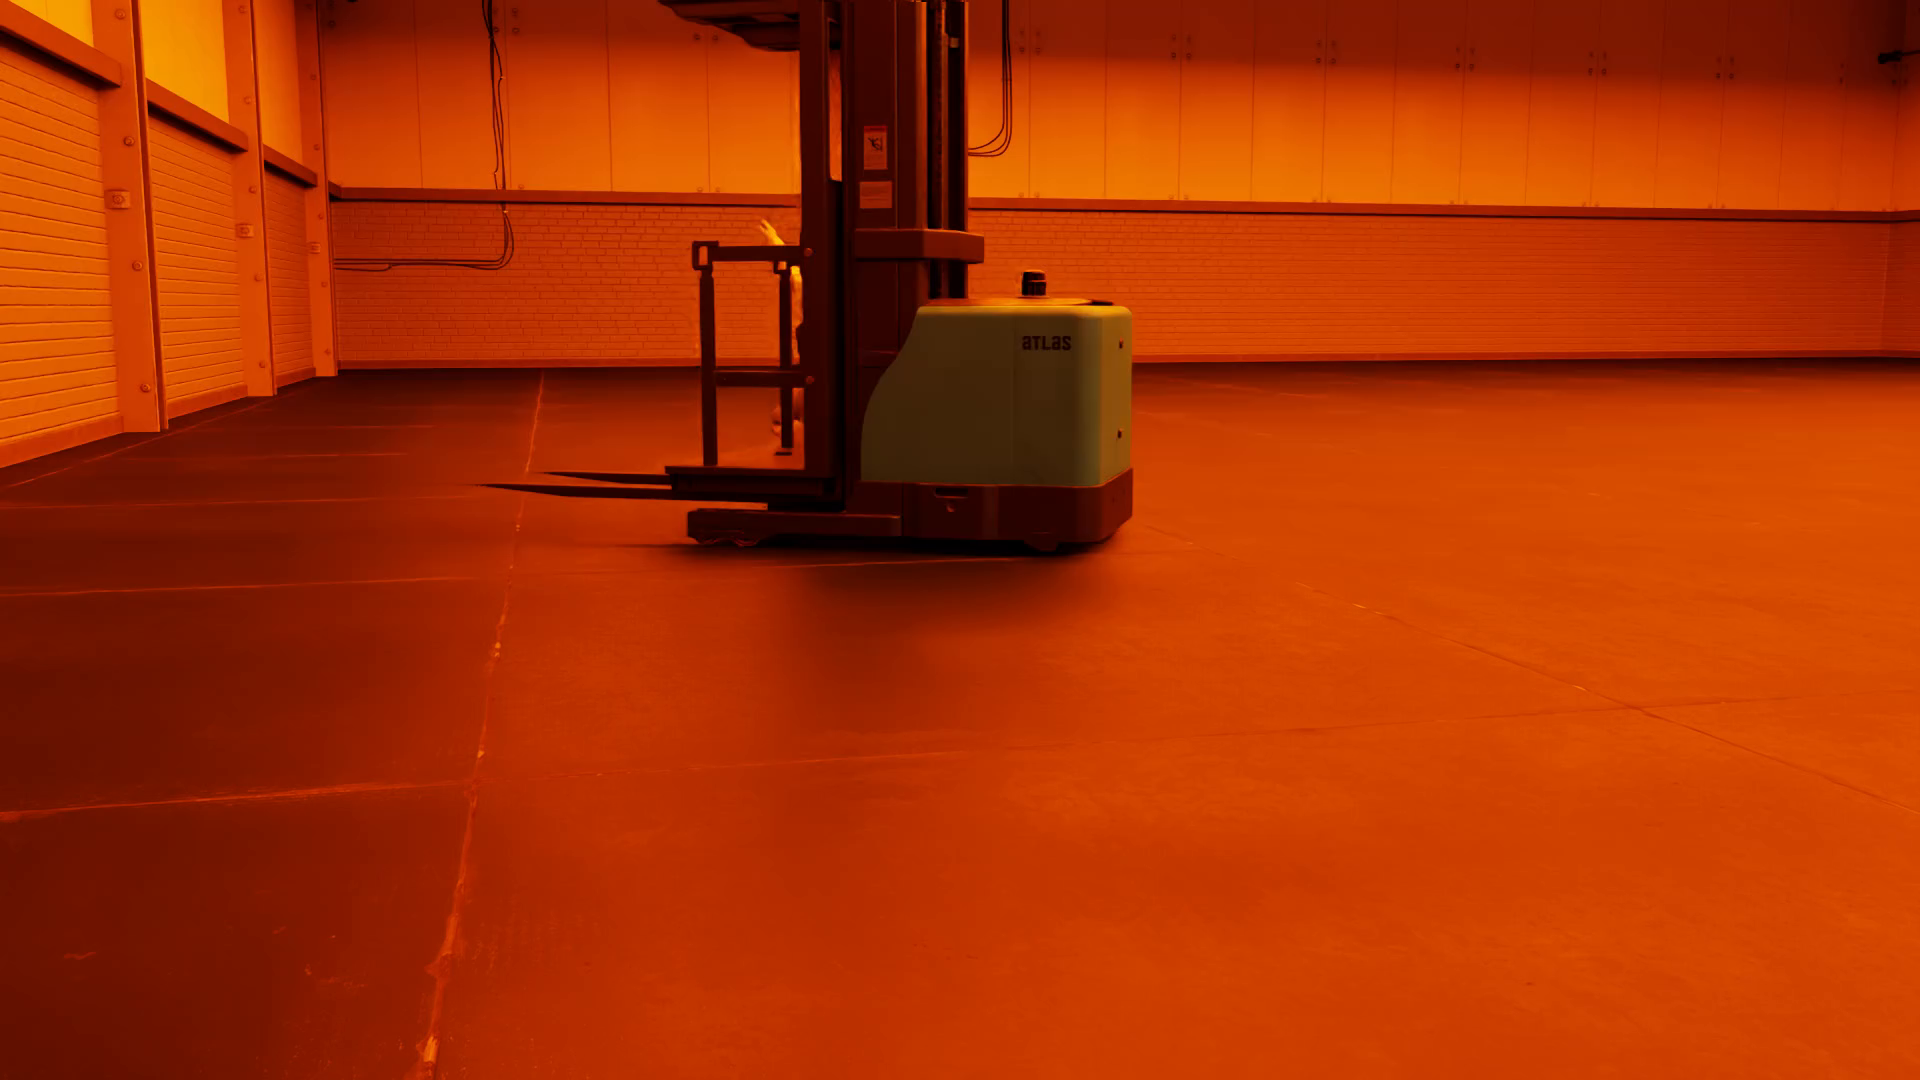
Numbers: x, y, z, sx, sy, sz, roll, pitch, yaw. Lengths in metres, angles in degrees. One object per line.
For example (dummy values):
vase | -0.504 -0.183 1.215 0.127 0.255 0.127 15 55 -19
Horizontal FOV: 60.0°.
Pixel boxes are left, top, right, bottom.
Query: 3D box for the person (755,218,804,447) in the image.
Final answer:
person | -0.648 -0.948 8.951 0.874 1.533 0.764 -4 9 -27

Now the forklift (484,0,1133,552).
forklift | -0.745 -1.488 7.765 3.031 2.935 1.130 2 8 14
